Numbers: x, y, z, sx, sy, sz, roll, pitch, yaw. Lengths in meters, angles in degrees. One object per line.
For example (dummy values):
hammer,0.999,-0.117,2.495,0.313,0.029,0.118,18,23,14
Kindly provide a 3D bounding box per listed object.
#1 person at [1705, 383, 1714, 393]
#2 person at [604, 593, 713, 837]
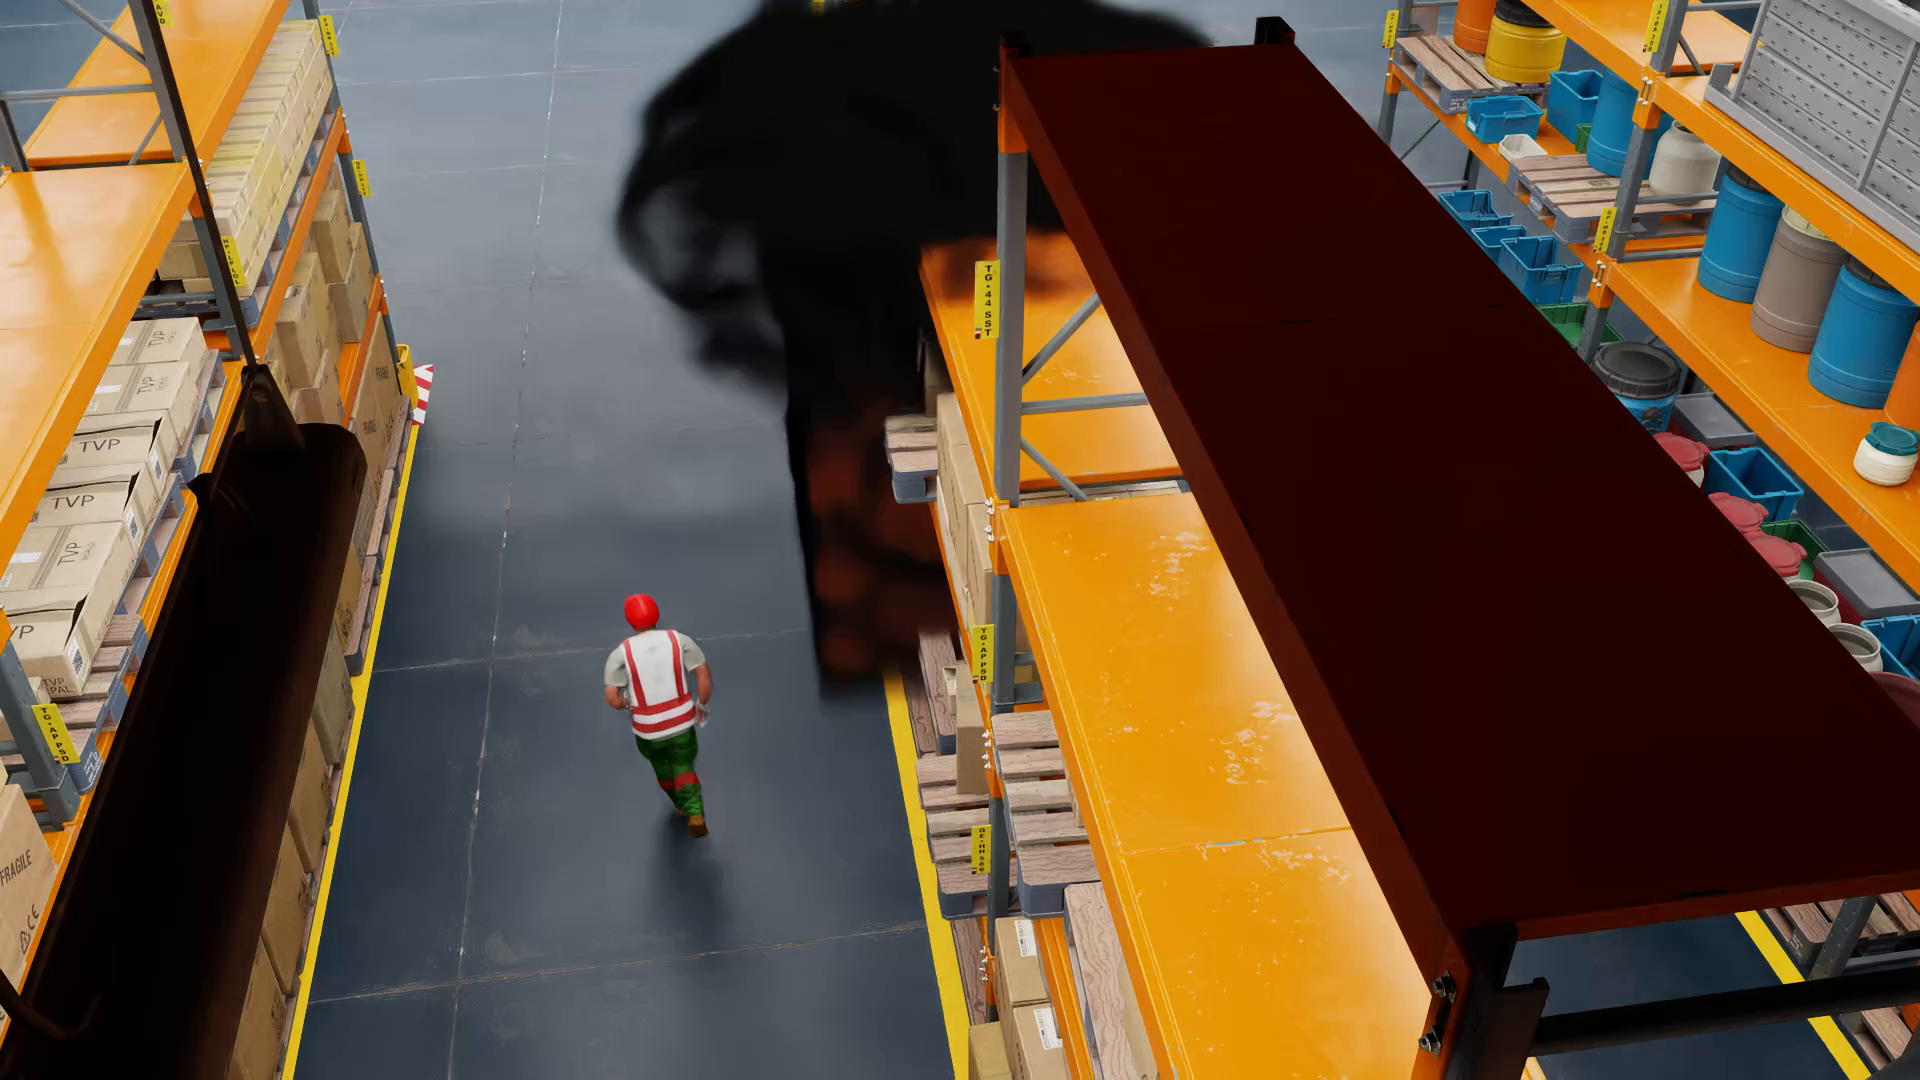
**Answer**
person,6.339,-1.252,13.786,0.506,1.739,0.847,-12,38,-16
person,-1.836,1.201,10.413,0.659,1.720,0.913,-17,40,-22
